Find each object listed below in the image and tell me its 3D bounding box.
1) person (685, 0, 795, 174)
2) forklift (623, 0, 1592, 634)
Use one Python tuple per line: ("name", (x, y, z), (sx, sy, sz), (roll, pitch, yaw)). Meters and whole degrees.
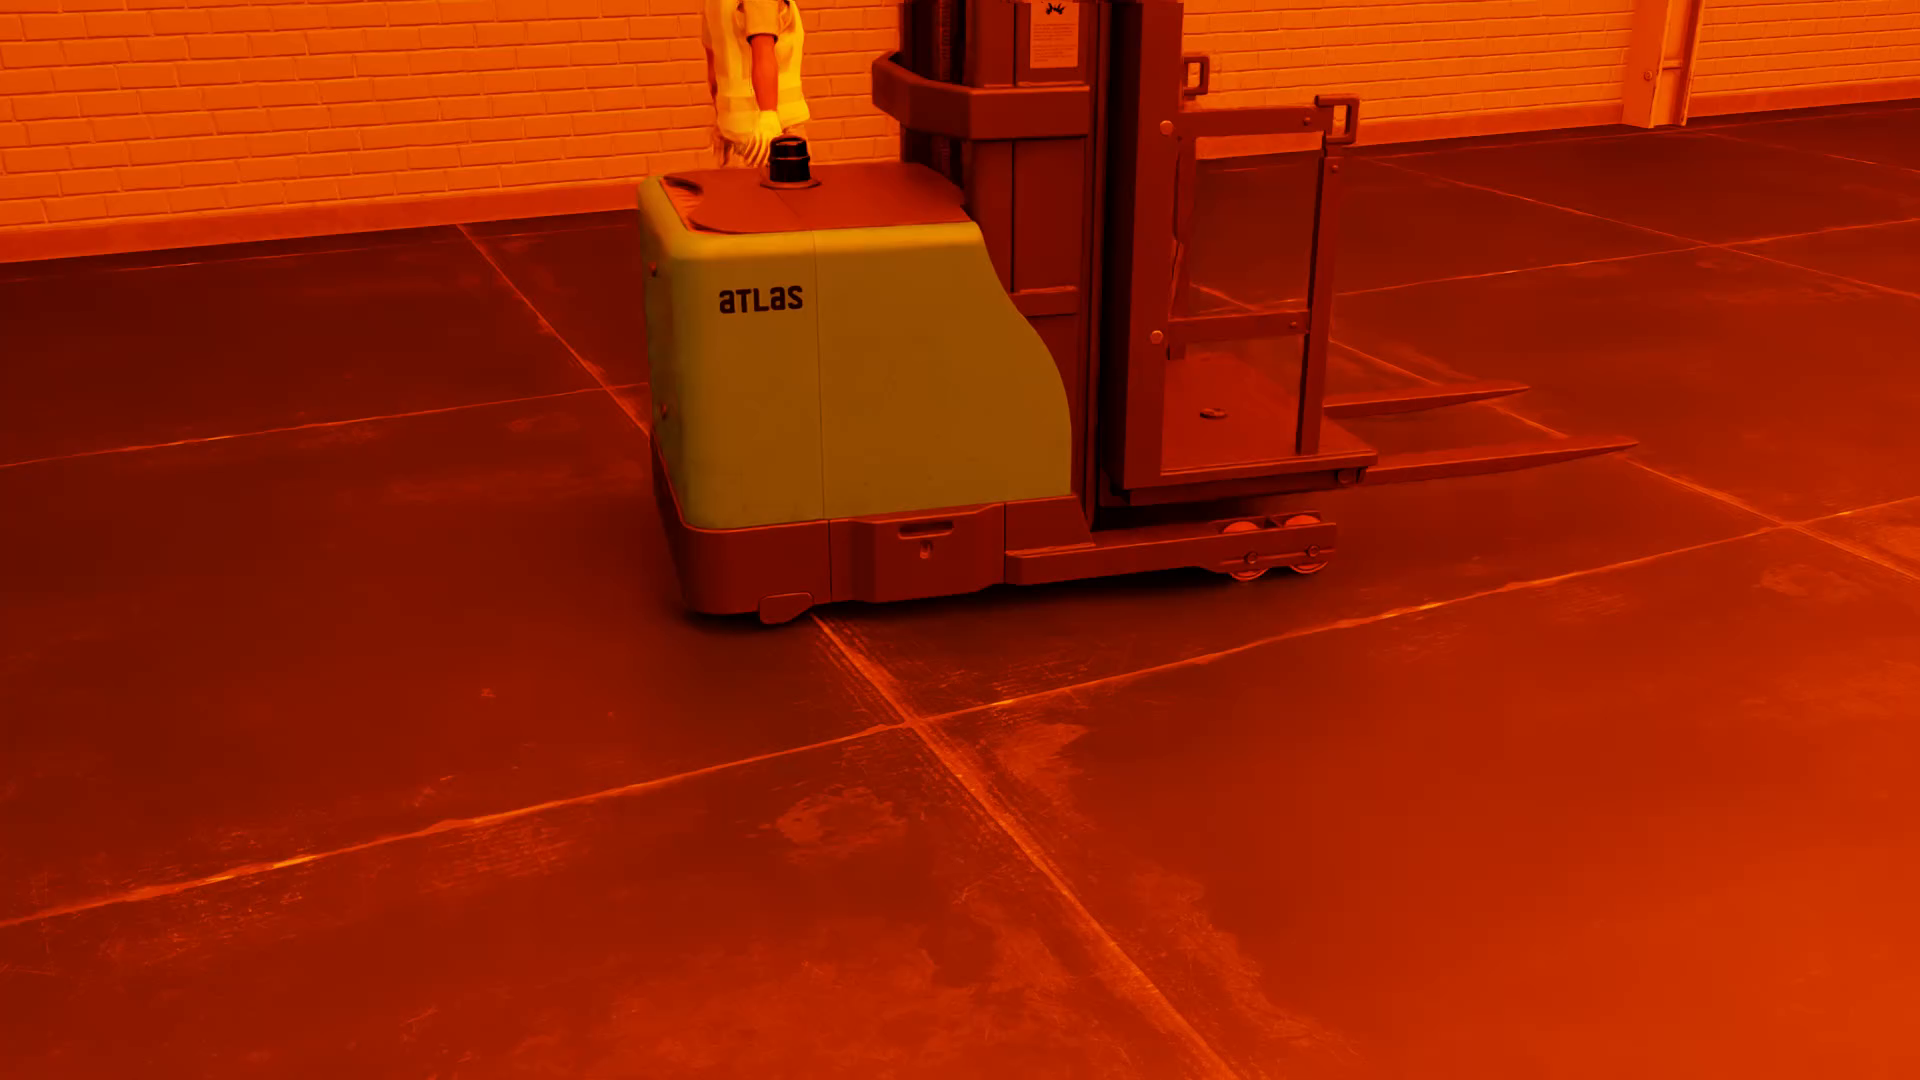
("person", (-0.810, -1.558, 6.376), (0.523, 1.767, 0.883), (-6, 23, -15))
("forklift", (0.580, -1.455, 4.789), (3.031, 2.935, 1.130), (-9, 24, -21))
